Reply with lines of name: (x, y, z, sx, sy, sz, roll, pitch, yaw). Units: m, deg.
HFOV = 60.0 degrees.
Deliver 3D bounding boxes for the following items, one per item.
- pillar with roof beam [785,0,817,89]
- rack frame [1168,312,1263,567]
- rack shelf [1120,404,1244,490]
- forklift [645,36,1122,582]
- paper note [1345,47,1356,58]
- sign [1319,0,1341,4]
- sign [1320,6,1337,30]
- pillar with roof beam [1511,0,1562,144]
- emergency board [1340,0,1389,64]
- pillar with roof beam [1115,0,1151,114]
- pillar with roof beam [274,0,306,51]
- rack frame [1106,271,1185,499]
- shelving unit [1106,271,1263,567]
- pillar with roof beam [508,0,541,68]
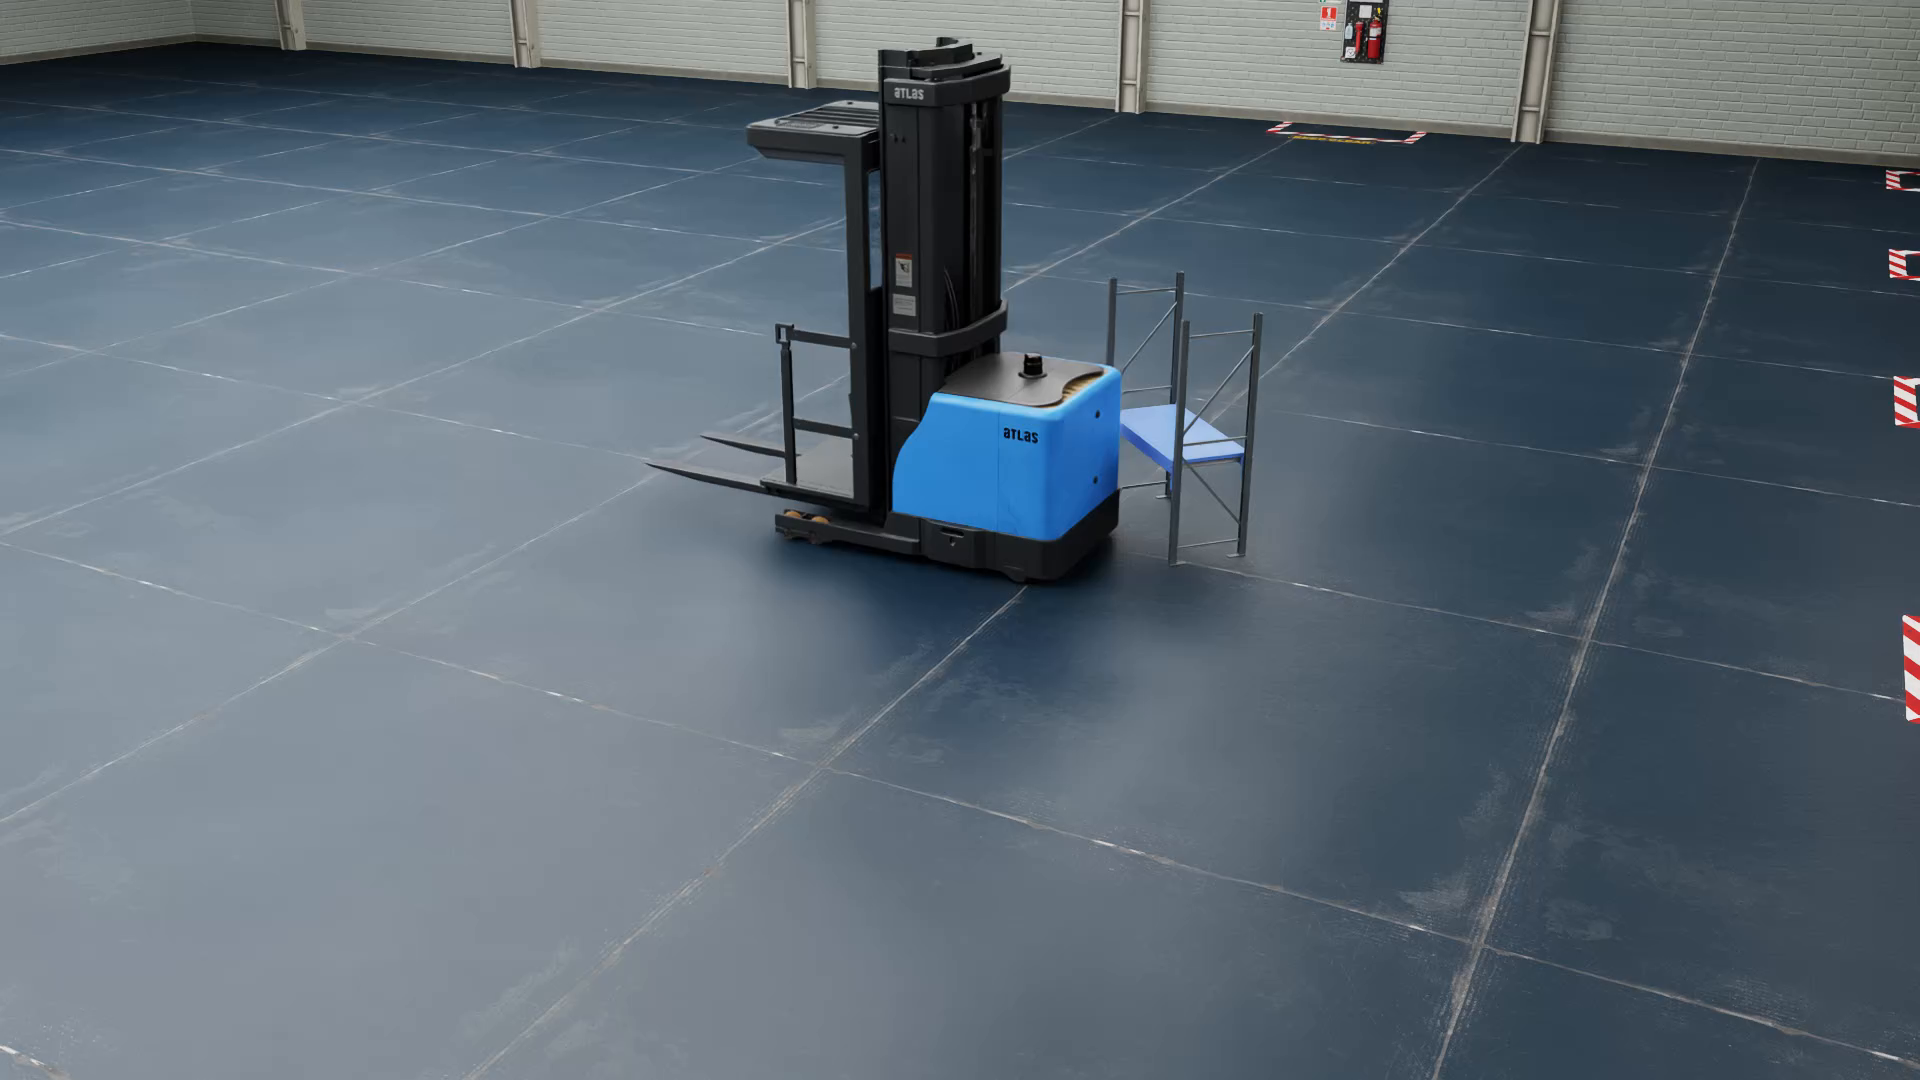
pillar with roof beam: (-4.631, -10.399, 23.203, 0.400, 9.000, 9.100, 11, 25, 25)
rack frame: (1.479, -0.569, 9.672, 0.500, 1.500, 0.032, -8, 24, -17)
rack shelf: (1.317, -0.592, 10.185, 0.538, 0.185, 1.000, -8, 24, -17)
forklift: (-0.566, -1.494, 10.017, 3.031, 2.935, 1.130, 11, 26, 25)
paper note: (5.706, -7.122, 24.290, 0.142, 0.148, 0.016, 11, 25, 25)
sign: (5.386, -7.862, 24.182, 0.331, 0.109, 0.001, 11, 25, 25)
sign: (5.385, -7.622, 24.295, 0.234, 0.329, 0.001, 11, 25, 25)
pillar with roof beam: (6.078, -8.280, 18.220, 0.400, 9.000, 9.100, 11, 25, 25)
emergency board: (5.832, -7.472, 23.987, 0.643, 1.169, 0.194, 11, 25, 25)
pillar with roof beam: (0.724, -9.339, 20.712, 0.400, 9.000, 9.100, 11, 25, 25)
pillar with roof beam: (-15.340, -12.518, 28.186, 0.400, 9.000, 9.100, 11, 25, 25)
rack frame: (1.154, -0.946, 10.558, 0.500, 1.500, 0.032, -8, 24, -17)
shelving unit: (1.317, -0.758, 10.115, 0.538, 1.500, 1.048, -8, 24, -17)
pillar with roof beam: (-9.985, -11.458, 25.694, 0.400, 9.000, 9.100, 11, 25, 25)
